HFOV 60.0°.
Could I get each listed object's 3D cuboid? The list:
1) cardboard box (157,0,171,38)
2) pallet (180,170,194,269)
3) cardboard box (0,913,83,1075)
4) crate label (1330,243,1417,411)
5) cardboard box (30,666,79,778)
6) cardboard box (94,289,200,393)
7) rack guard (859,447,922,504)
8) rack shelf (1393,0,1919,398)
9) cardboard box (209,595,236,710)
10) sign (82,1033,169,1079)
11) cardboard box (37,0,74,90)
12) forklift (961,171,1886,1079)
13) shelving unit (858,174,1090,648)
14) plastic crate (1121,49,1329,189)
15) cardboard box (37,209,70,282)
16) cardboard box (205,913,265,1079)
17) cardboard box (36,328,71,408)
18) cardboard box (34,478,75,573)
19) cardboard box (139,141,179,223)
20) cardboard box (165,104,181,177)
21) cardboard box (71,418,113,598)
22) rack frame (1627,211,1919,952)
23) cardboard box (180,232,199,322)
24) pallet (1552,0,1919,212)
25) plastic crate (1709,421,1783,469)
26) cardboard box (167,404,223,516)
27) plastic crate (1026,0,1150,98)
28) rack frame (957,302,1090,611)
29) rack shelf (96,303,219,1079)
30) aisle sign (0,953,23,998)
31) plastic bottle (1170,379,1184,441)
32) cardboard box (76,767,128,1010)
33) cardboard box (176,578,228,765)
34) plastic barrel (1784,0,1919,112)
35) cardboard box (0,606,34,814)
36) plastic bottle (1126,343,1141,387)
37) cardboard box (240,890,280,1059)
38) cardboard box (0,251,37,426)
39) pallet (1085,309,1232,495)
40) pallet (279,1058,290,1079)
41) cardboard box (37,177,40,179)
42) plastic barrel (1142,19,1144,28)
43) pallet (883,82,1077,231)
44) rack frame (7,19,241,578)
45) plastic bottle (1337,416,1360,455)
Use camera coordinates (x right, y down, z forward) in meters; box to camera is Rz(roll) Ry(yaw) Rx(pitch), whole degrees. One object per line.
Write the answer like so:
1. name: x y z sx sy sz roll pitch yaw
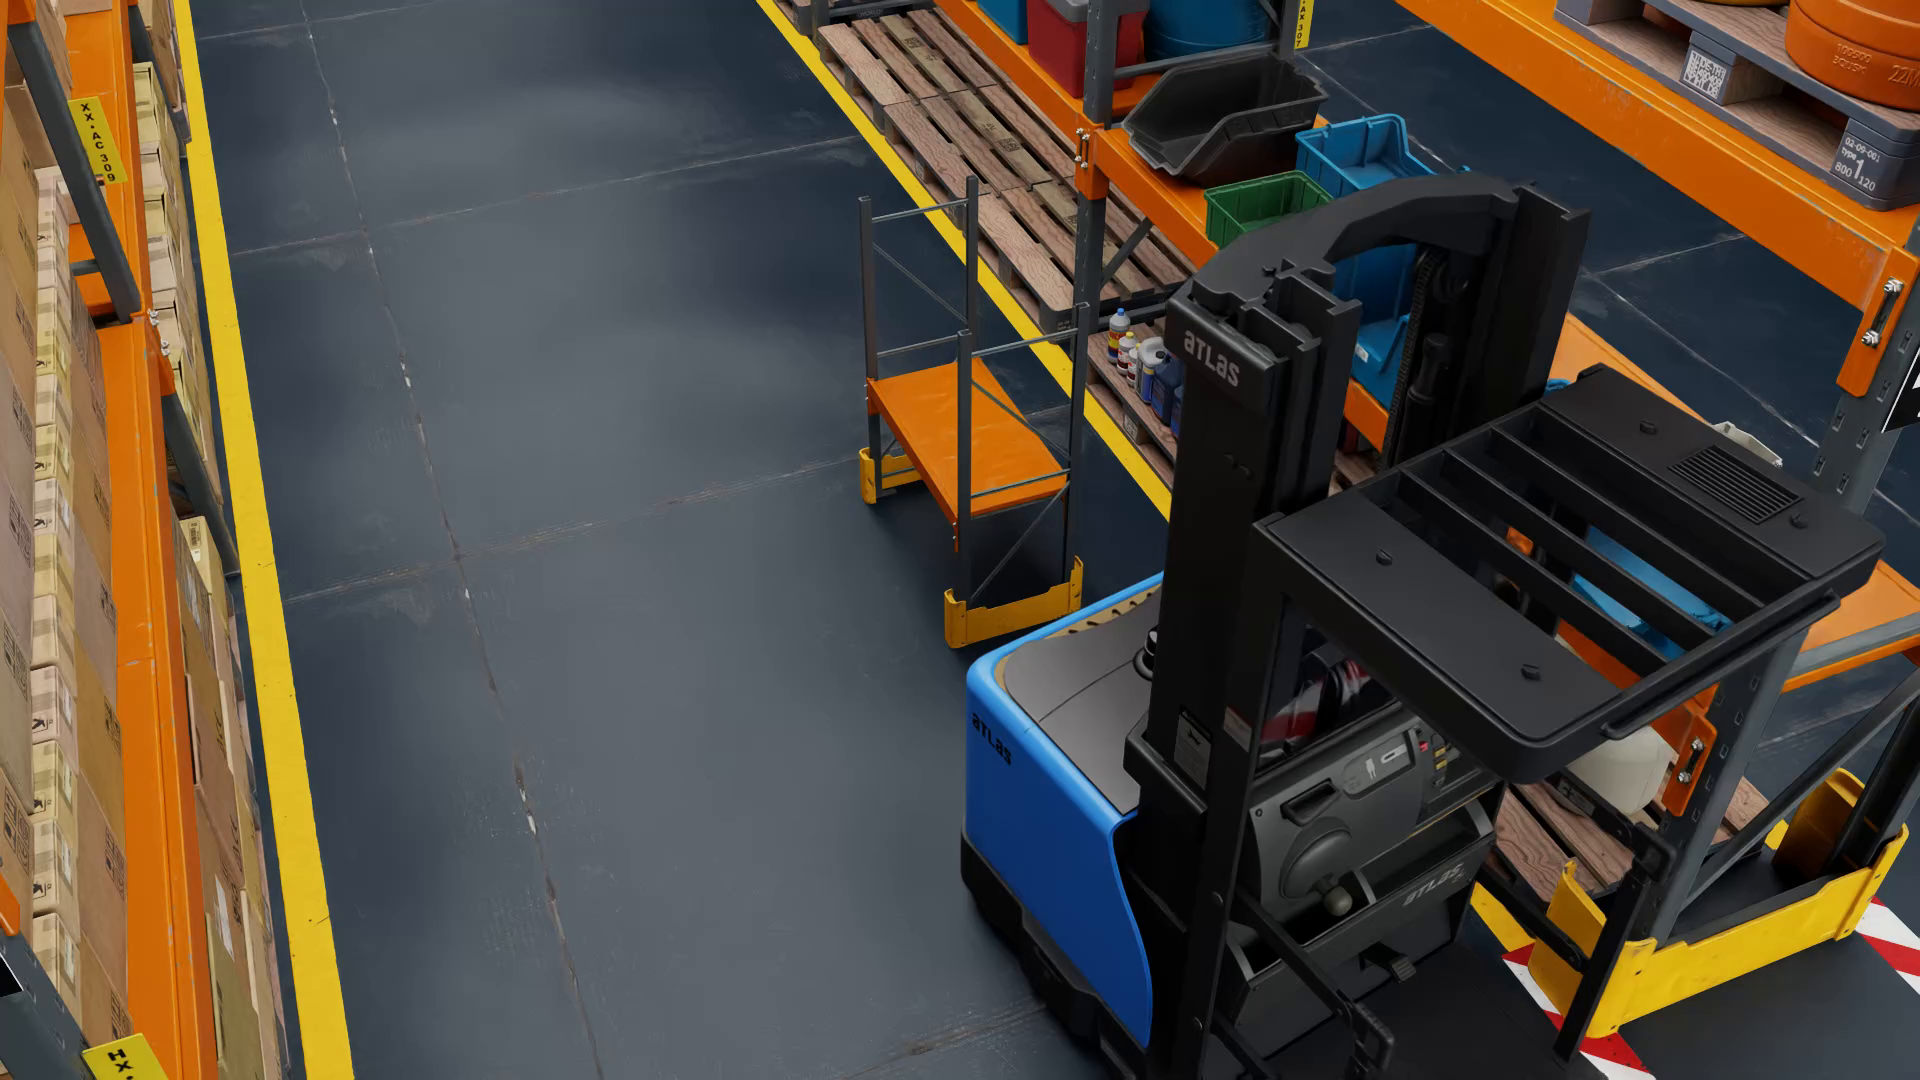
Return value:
1. cardboard box: -5.379 -3.495 10.594 0.500 0.500 0.500 -16 43 -17
2. pallet: -4.797 -1.750 9.123 1.003 0.211 1.213 -15 43 -17
3. cardboard box: -1.966 0.932 3.291 0.380 0.149 0.250 -15 43 -17
4. crate label: 1.608 -0.782 5.832 0.502 0.435 0.616 -15 43 -17
5. cardboard box: -2.259 0.470 3.828 0.380 0.149 0.250 -16 43 -18
6. cardboard box: -3.660 -0.847 7.291 0.500 0.311 0.500 -16 43 -17
7. rack guard: -0.161 -0.349 7.464 0.587 0.250 0.087 -15 43 -17
8. rack shelf: 1.797 -1.797 5.290 1.077 0.370 4.000 -15 43 -17
9. cardboard box: -2.984 0.508 6.145 0.500 0.250 0.500 -15 43 -17
10. sign: -1.500 1.013 3.047 0.100 0.325 0.005 -15 43 -17
11. cardboard box: -4.419 -2.344 7.599 0.500 0.500 0.500 -17 44 -19
12. forklift: 1.230 0.717 4.169 1.130 2.935 3.031 -23 46 -25
13. shelving unit: 0.029 -0.523 6.708 0.587 1.500 1.083 -15 43 -17
14. plastic crate: 1.115 -1.767 7.051 0.767 0.338 0.504 -15 43 -17
15. cardboard box: -3.151 -0.928 5.454 0.380 0.149 0.250 -16 43 -18
16. cardboard box: -2.208 1.426 4.503 0.500 0.500 0.500 -15 43 -17
17. cardboard box: -2.856 -0.464 4.915 0.380 0.149 0.250 -15 43 -17
18. cardboard box: -2.554 0.006 4.368 0.380 0.149 0.250 -15 43 -16
19. cardboard box: -4.253 -1.772 8.367 0.500 0.311 0.500 -15 43 -17
20. cardboard box: -4.650 -2.174 9.264 0.500 0.250 0.500 -14 43 -16
21. cardboard box: -2.974 -0.057 4.938 0.700 0.500 0.500 -14 43 -16
22. rack frame: 2.563 0.272 4.633 1.000 3.000 0.127 -15 43 -17
23. cardboard box: -4.060 -1.251 8.191 0.500 0.250 0.500 -14 43 -16
24. pallet: 2.336 -1.316 4.324 1.003 0.211 1.213 -15 43 -17
25. plastic crate: 2.517 -0.247 5.439 0.298 0.136 0.250 -15 43 -17
26. cardboard box: -3.471 -0.325 7.114 0.500 0.250 0.500 -16 43 -18
27. plastic crate: 0.564 -2.377 7.664 0.402 0.464 0.583 -15 43 -17
28. rack frame: 0.227 -0.211 6.345 0.500 1.500 0.032 -15 43 -17
29. rack shelf: -2.781 0.574 4.834 1.077 0.370 4.000 -15 43 -17
30. aisle sign: -1.707 0.483 2.393 0.394 0.787 0.004 -15 43 -17
31. plastic bottle: 1.030 -0.596 7.337 0.144 0.351 0.185 -17 43 -19
32. cardboard box: -2.387 0.868 3.863 0.700 0.500 0.500 -14 43 -16
33. cardboard box: -2.791 0.525 5.551 0.500 0.500 0.500 -15 43 -17
34. plastic barrel: 2.259 -1.448 3.681 0.600 0.830 0.708 -15 43 -17
35. cardboard box: -2.409 0.344 3.477 0.700 0.500 0.500 -16 43 -18
36. plastic bottle: 0.827 -0.819 7.711 0.097 0.201 0.097 0 41 0
37. cardboard box: -2.401 1.409 5.098 0.500 0.250 0.500 -15 43 -17
38. cardboard box: -2.985 -0.562 4.531 0.700 0.500 0.500 -15 43 -17
39. pallet: 1.251 -0.665 7.861 1.003 0.211 1.213 -15 43 -17
40. pallet: -2.347 2.113 4.631 1.003 0.211 1.213 -15 43 -17
41. cardboard box: -3.775 -1.132 6.381 0.500 0.250 0.500 -13 42 -14
42. plastic barrel: 0.869 -2.820 8.124 0.433 0.535 0.433 0 41 0
43. pallet: 0.225 -2.279 9.739 1.003 0.211 1.213 -15 43 -17
44. rack frame: -3.546 -0.904 6.000 1.000 3.000 0.127 -15 43 -17
45. plastic bottle: 1.702 -0.522 7.302 0.061 0.283 0.133 -15 43 -17
